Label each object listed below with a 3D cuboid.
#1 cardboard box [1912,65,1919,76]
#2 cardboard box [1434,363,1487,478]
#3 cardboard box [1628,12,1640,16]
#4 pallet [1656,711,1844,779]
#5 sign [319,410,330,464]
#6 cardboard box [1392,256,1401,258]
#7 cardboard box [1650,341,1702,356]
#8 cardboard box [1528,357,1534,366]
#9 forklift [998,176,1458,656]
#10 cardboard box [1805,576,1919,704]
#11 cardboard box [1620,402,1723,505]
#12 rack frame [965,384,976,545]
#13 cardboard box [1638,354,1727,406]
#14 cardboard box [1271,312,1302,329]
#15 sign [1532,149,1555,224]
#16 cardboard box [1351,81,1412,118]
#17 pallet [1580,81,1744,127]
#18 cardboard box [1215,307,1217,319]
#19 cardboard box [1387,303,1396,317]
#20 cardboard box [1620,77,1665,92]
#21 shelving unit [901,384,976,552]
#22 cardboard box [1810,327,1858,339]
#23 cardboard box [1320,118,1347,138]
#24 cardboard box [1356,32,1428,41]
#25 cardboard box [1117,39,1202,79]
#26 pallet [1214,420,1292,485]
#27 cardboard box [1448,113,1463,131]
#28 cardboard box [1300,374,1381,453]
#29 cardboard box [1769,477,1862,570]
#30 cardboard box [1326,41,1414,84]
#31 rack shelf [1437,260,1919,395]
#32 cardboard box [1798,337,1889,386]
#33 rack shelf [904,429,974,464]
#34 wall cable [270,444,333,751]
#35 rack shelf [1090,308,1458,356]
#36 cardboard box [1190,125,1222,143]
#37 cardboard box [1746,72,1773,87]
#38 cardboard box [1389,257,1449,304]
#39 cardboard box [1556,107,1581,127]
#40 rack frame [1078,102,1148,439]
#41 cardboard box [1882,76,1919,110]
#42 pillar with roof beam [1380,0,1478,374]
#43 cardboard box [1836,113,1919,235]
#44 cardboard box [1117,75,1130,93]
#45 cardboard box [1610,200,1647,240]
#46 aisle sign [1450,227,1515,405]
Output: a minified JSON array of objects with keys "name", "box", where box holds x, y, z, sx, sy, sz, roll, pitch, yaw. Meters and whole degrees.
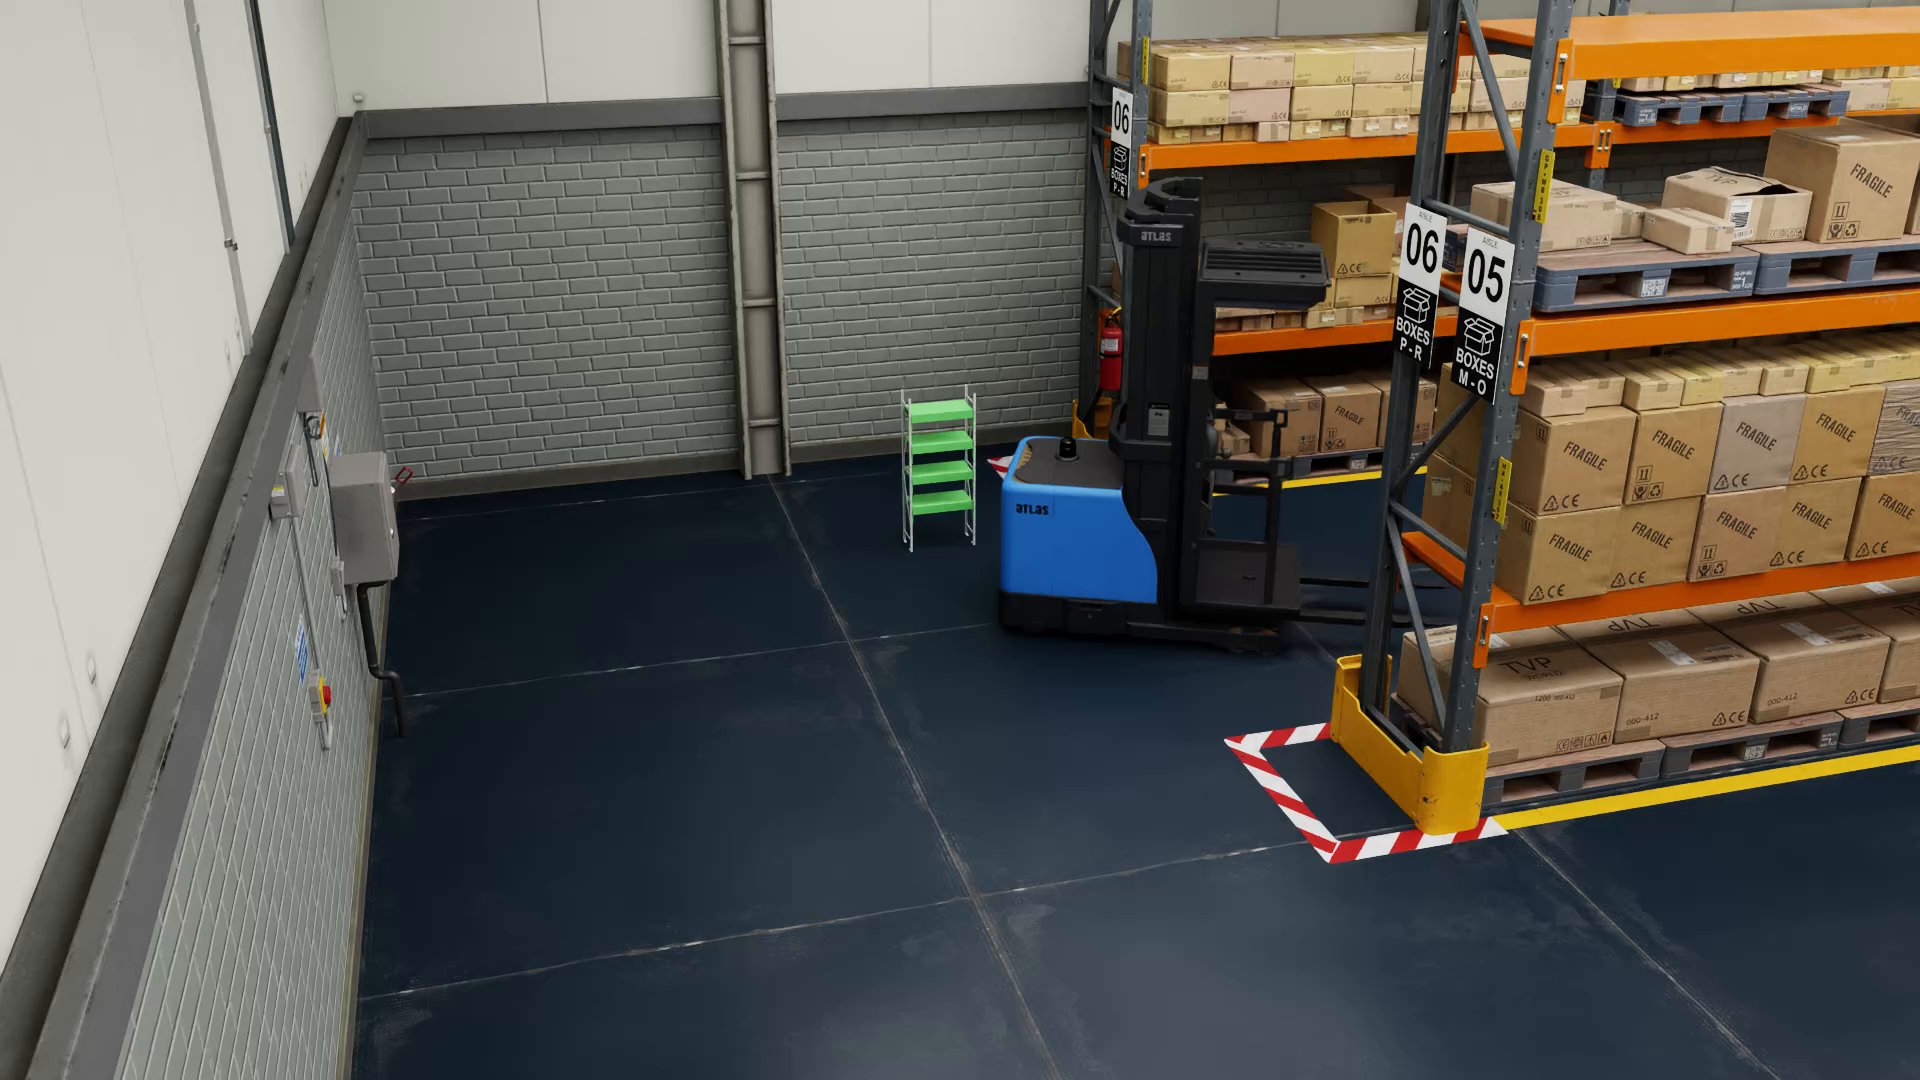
[{"name":"cardboard box","box":[8.109,-4.082,14.271,0.250,0.149,0.380,-6,24,-13]},{"name":"cardboard box","box":[2.942,-0.668,9.038,0.500,0.500,0.500,-6,24,-13]},{"name":"cardboard box","box":[5.433,-4.060,13.290,0.258,0.266,0.396,-7,24,-15]},{"name":"pallet","box":[4.463,1.017,10.042,1.213,0.211,1.003,-6,24,-14]},{"name":"sign","box":[-3.493,-0.561,9.136,0.001,0.242,0.339,-6,24,-14]},{"name":"cardboard box","box":[3.520,-2.338,14.139,0.500,0.250,0.500,-6,24,-13]},{"name":"cardboard box","box":[3.821,-1.047,9.098,0.250,0.149,0.380,-7,24,-15]},{"name":"cardboard box","box":[2.833,-0.939,8.847,0.250,0.149,0.380,-6,24,-14]},{"name":"forklift","box":[1.824,-0.814,10.861,3.031,2.935,1.130,4,24,9]},{"name":"cardboard box","box":[5.759,0.564,10.279,0.875,0.438,0.875,-7,24,-15]},{"name":"cardboard box","box":[3.576,-0.527,8.710,0.500,0.500,0.500,-7,24,-16]},{"name":"rack frame","box":[0.076,-0.560,12.463,0.015,1.200,0.240,-6,24,-14]},{"name":"cardboard box","box":[3.721,-0.831,8.596,0.250,0.149,0.380,-7,24,-16]},{"name":"cardboard box","box":[2.578,-1.840,13.484,0.250,0.149,0.380,-6,24,-14]},{"name":"sign","box":[2.686,-1.626,7.653,0.005,0.325,0.100,-6,24,-14]},{"name":"cardboard box","box":[3.170,-3.470,12.973,0.500,0.250,0.500,-7,24,-15]},{"name":"pallet","box":[5.695,-3.666,13.854,1.003,0.211,1.213,-6,24,-14]},{"name":"cardboard box","box":[1.707,-1.919,13.161,0.500,0.250,0.500,-6,24,-14]},{"name":"cardboard box","box":[3.544,-1.972,13.792,0.250,0.149,0.380,-6,24,-14]},{"name":"cardboard box","box":[5.444,-3.714,13.387,0.250,0.149,0.380,-6,24,-14]},{"name":"shelving unit","box":[-0.159,-0.534,12.402,0.503,1.200,0.258,-6,24,-14]},{"name":"cardboard box","box":[4.803,-1.160,9.363,0.250,0.149,0.380,-6,24,-15]},{"name":"cardboard box","box":[2.803,-3.240,12.943,0.250,0.149,0.380,-7,24,-15]},{"name":"cardboard box","box":[3.512,-3.947,13.450,0.500,0.250,0.500,-7,24,-15]},{"name":"cardboard box","box":[1.550,-3.734,12.954,0.500,0.250,0.500,-7,24,-16]},{"name":"pallet","box":[2.038,-0.717,14.084,1.213,0.211,1.003,-6,24,-14]},{"name":"cardboard box","box":[3.782,-3.352,13.202,0.250,0.149,0.380,-5,24,-13]},{"name":"cardboard box","box":[3.181,-1.073,14.015,0.500,0.500,0.500,-6,24,-13]},{"name":"cardboard box","box":[4.533,-0.181,9.170,0.500,0.500,0.500,-6,24,-13]},{"name":"cardboard box","box":[3.155,-3.697,12.867,0.500,0.250,0.500,-6,24,-13]},{"name":"rack shelf","box":[4.467,-1.282,8.972,4.000,0.370,1.077,-6,24,-14]},{"name":"cardboard box","box":[4.702,-0.953,8.879,0.250,0.149,0.380,-6,24,-14]},{"name":"rack shelf","box":[-0.159,-0.696,12.333,0.480,0.148,0.258,-6,24,-14]},{"name":"wall cable","box":[-2.881,0.107,7.298,0.123,1.953,0.585,-6,24,-14]},{"name":"rack shelf","box":[3.123,-1.787,13.954,4.000,0.370,1.077,-6,24,-14]},{"name":"cardboard box","box":[1.812,-3.152,12.736,0.250,0.149,0.380,-6,24,-13]},{"name":"cardboard box","box":[6.427,-3.824,13.642,0.250,0.149,0.380,-7,24,-15]},{"name":"cardboard box","box":[3.662,-2.145,13.688,0.500,0.250,0.500,-6,24,-15]},{"name":"cardboard box","box":[4.782,-3.444,13.416,0.250,0.149,0.380,-6,24,-15]},{"name":"rack frame","box":[1.197,-1.905,13.316,0.127,3.000,1.000,-6,24,-14]},{"name":"cardboard box","box":[7.988,-3.866,14.272,0.500,0.250,0.500,-6,24,-14]},{"name":"pillar with roof beam","box":[5.298,-3.722,9.942,0.400,9.000,9.100,-6,24,-14]},{"name":"cardboard box","box":[5.103,-1.956,8.840,0.637,0.503,0.797,-4,24,-10]},{"name":"cardboard box","box":[1.552,-3.502,13.047,0.500,0.250,0.500,-7,24,-15]},{"name":"cardboard box","box":[3.333,-1.680,8.647,0.250,0.149,0.380,-8,25,-18]},{"name":"aisle sign","box":[2.551,-1.098,8.138,0.004,0.787,0.394,-6,24,-14]}]
